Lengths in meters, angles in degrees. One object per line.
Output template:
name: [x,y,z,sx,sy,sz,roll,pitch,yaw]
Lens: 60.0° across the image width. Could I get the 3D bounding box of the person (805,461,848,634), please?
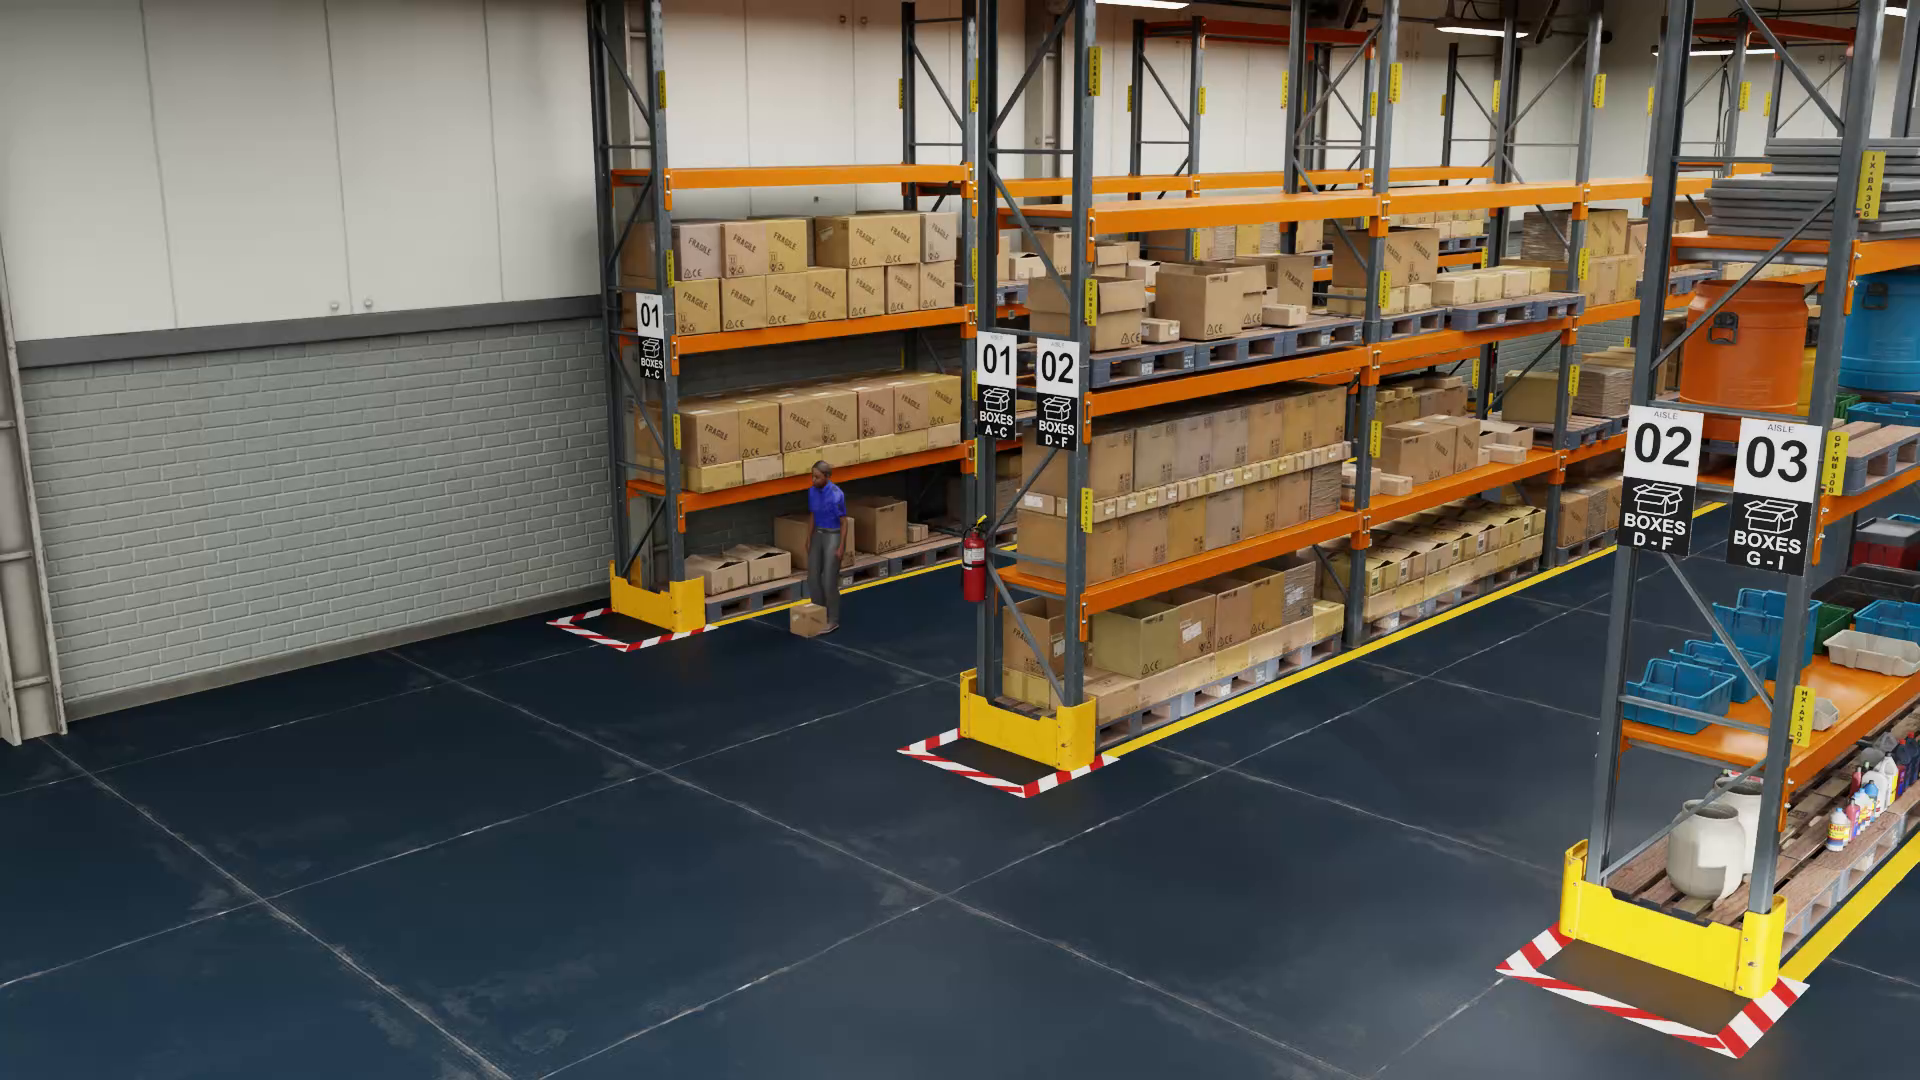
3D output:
person: [-1.306,0.044,15.832,0.518,1.653,0.402,12,18,40]
